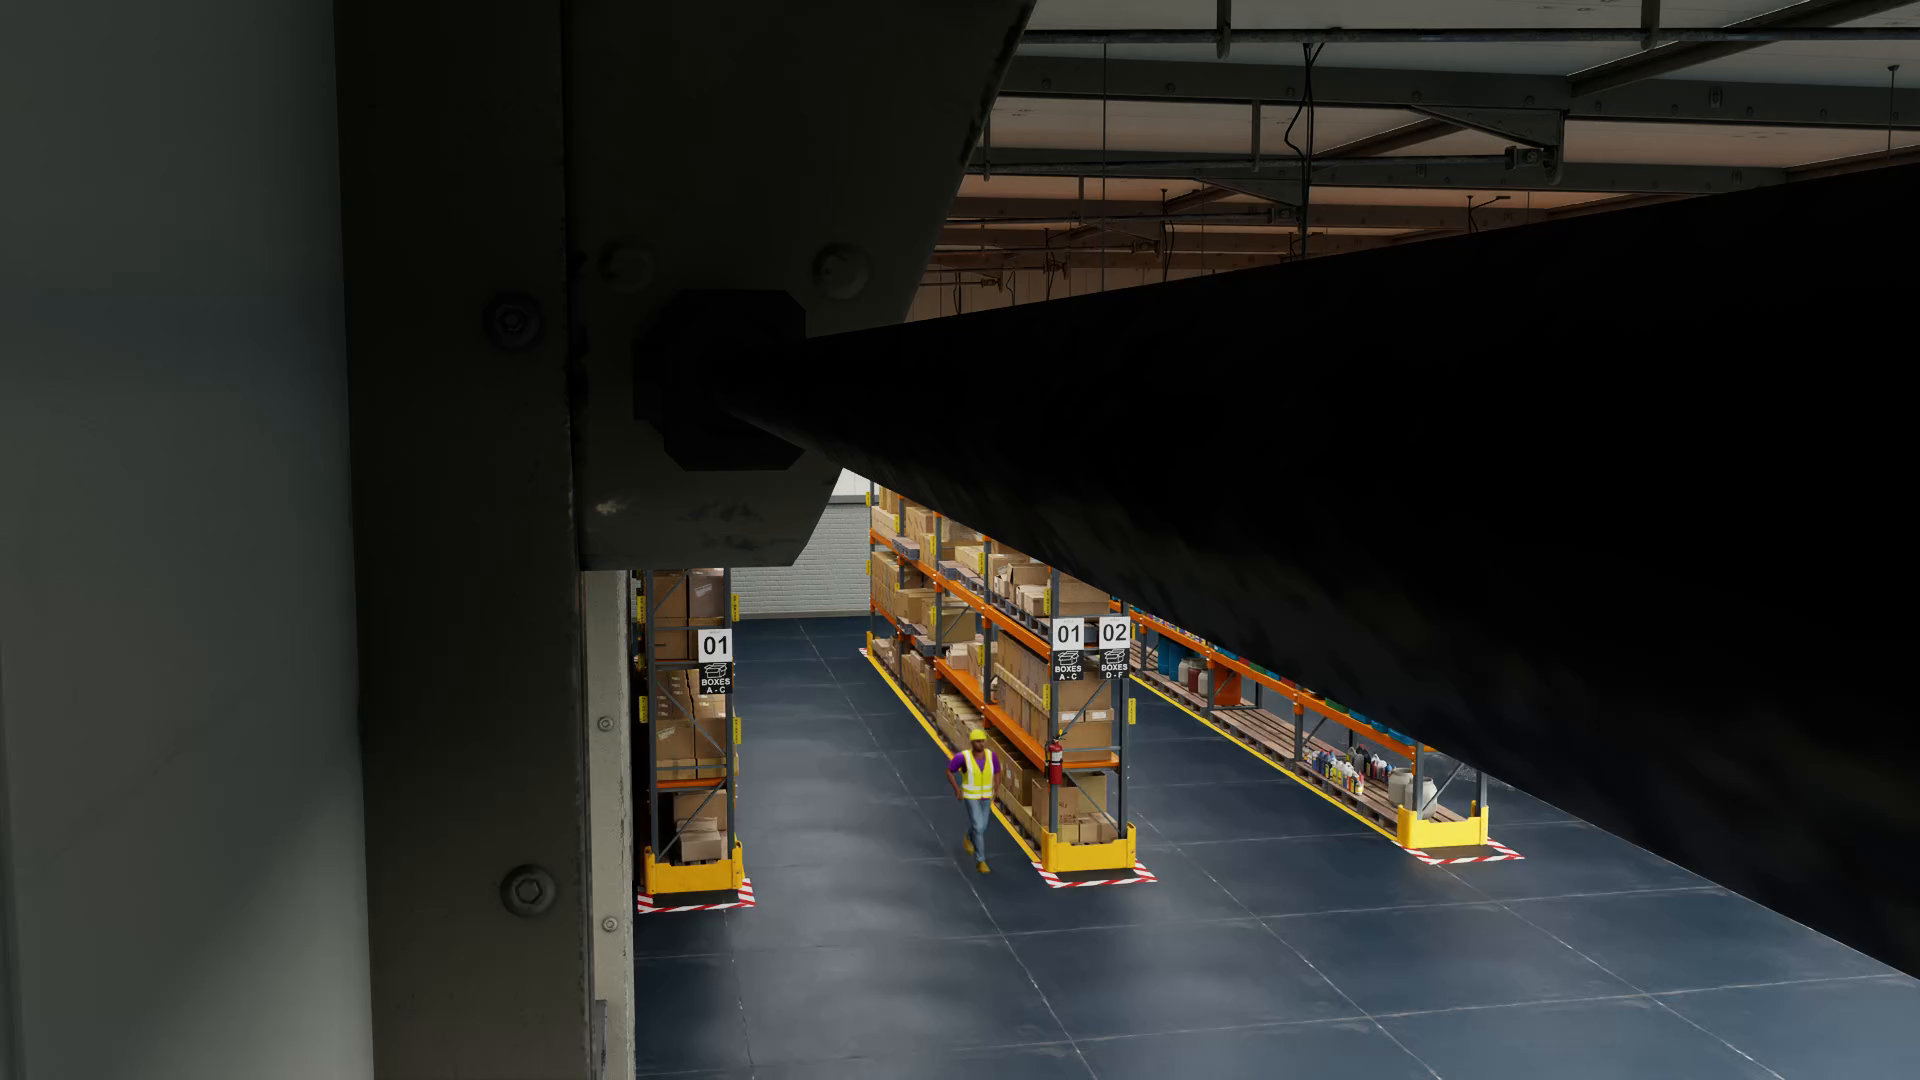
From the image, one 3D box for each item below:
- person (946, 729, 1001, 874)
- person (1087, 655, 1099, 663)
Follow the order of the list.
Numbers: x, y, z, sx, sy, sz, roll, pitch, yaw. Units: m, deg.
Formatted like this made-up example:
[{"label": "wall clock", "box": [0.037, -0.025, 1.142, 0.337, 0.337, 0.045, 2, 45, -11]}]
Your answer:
[{"label": "person", "box": [0.196, 3.264, 21.107, 0.701, 1.774, 0.870, -3, 7, -24]}, {"label": "person", "box": [2.373, 2.171, 29.054, 0.575, 1.735, 0.881, -2, 6, -18]}]
